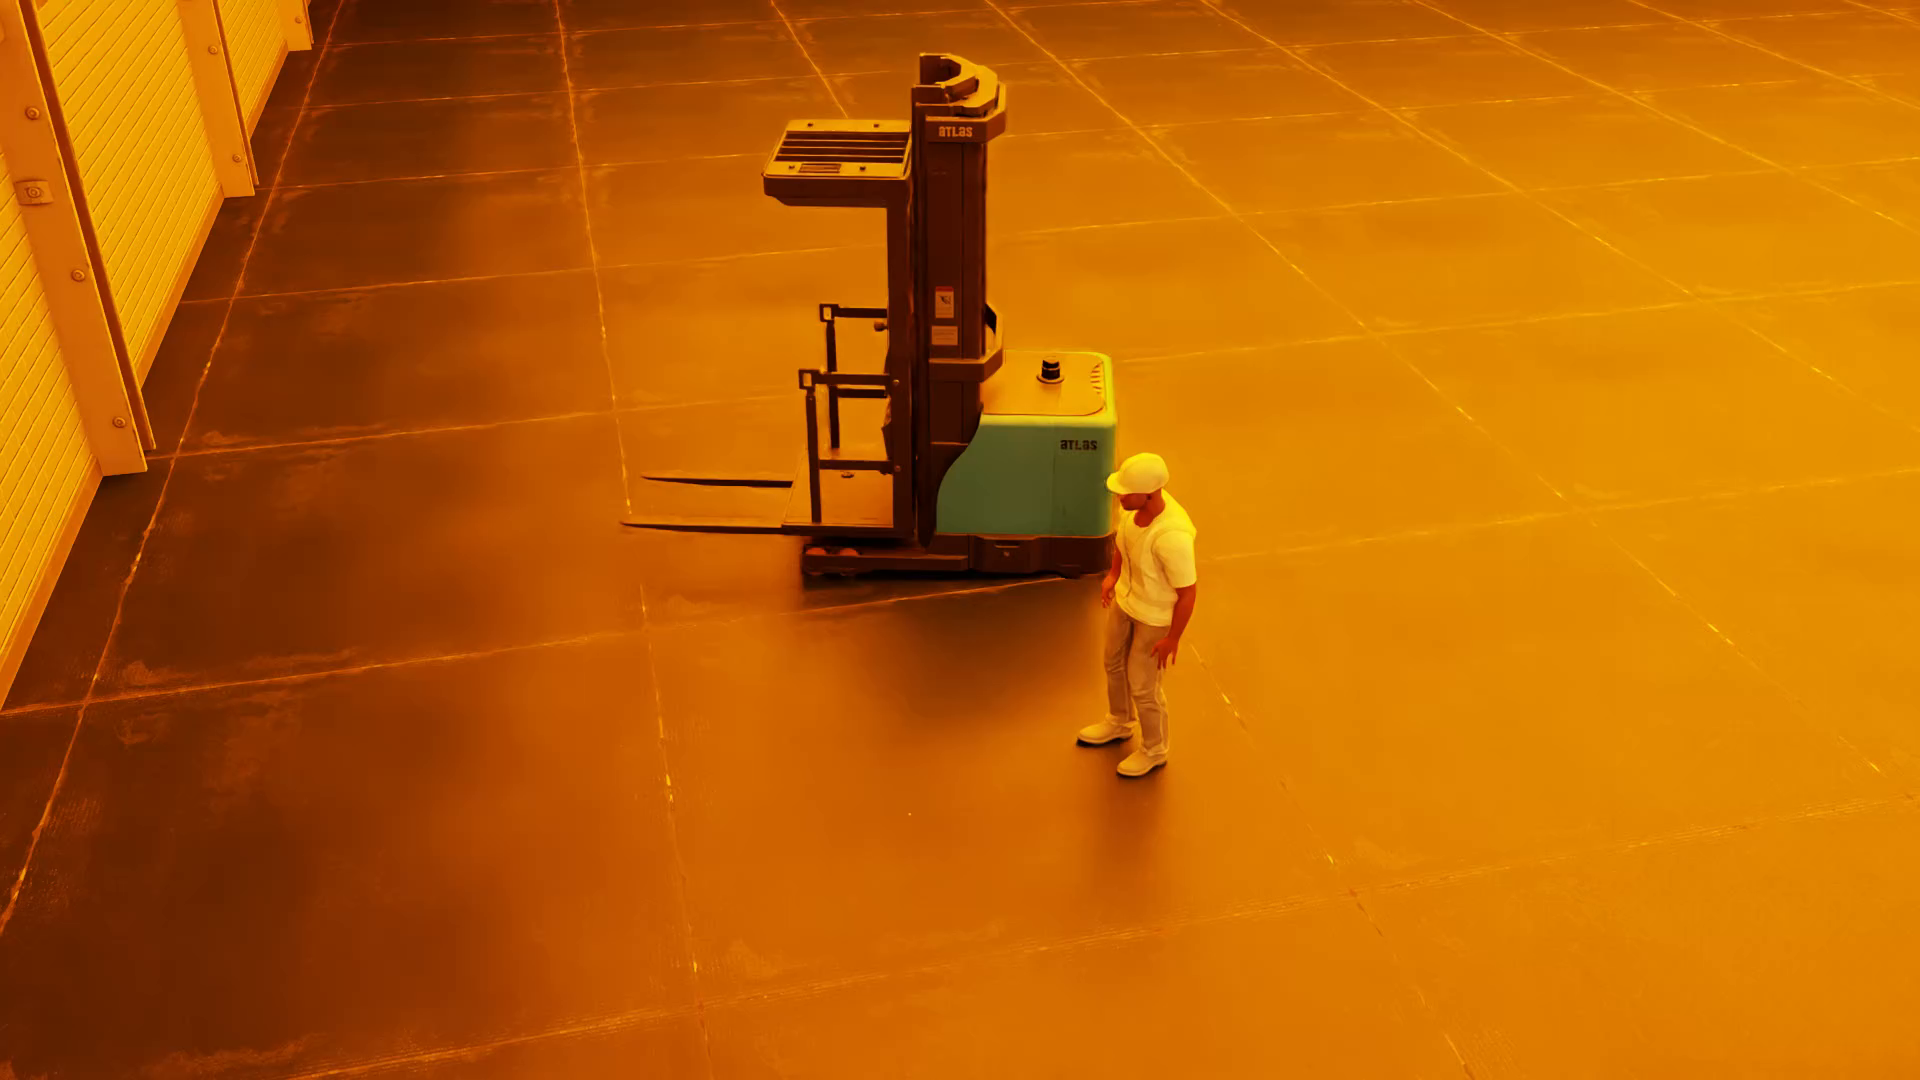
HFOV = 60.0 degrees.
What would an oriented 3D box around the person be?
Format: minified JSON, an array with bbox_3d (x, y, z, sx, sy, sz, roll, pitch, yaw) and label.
[{"bbox_3d":[0.888,0.338,8.164,0.448,1.759,0.678,-13,32,-21],"label":"person"}]

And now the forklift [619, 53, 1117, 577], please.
[{"bbox_3d":[-0.570,-1.310,9.838,3.031,2.935,1.130,1,30,2],"label":"forklift"}]
